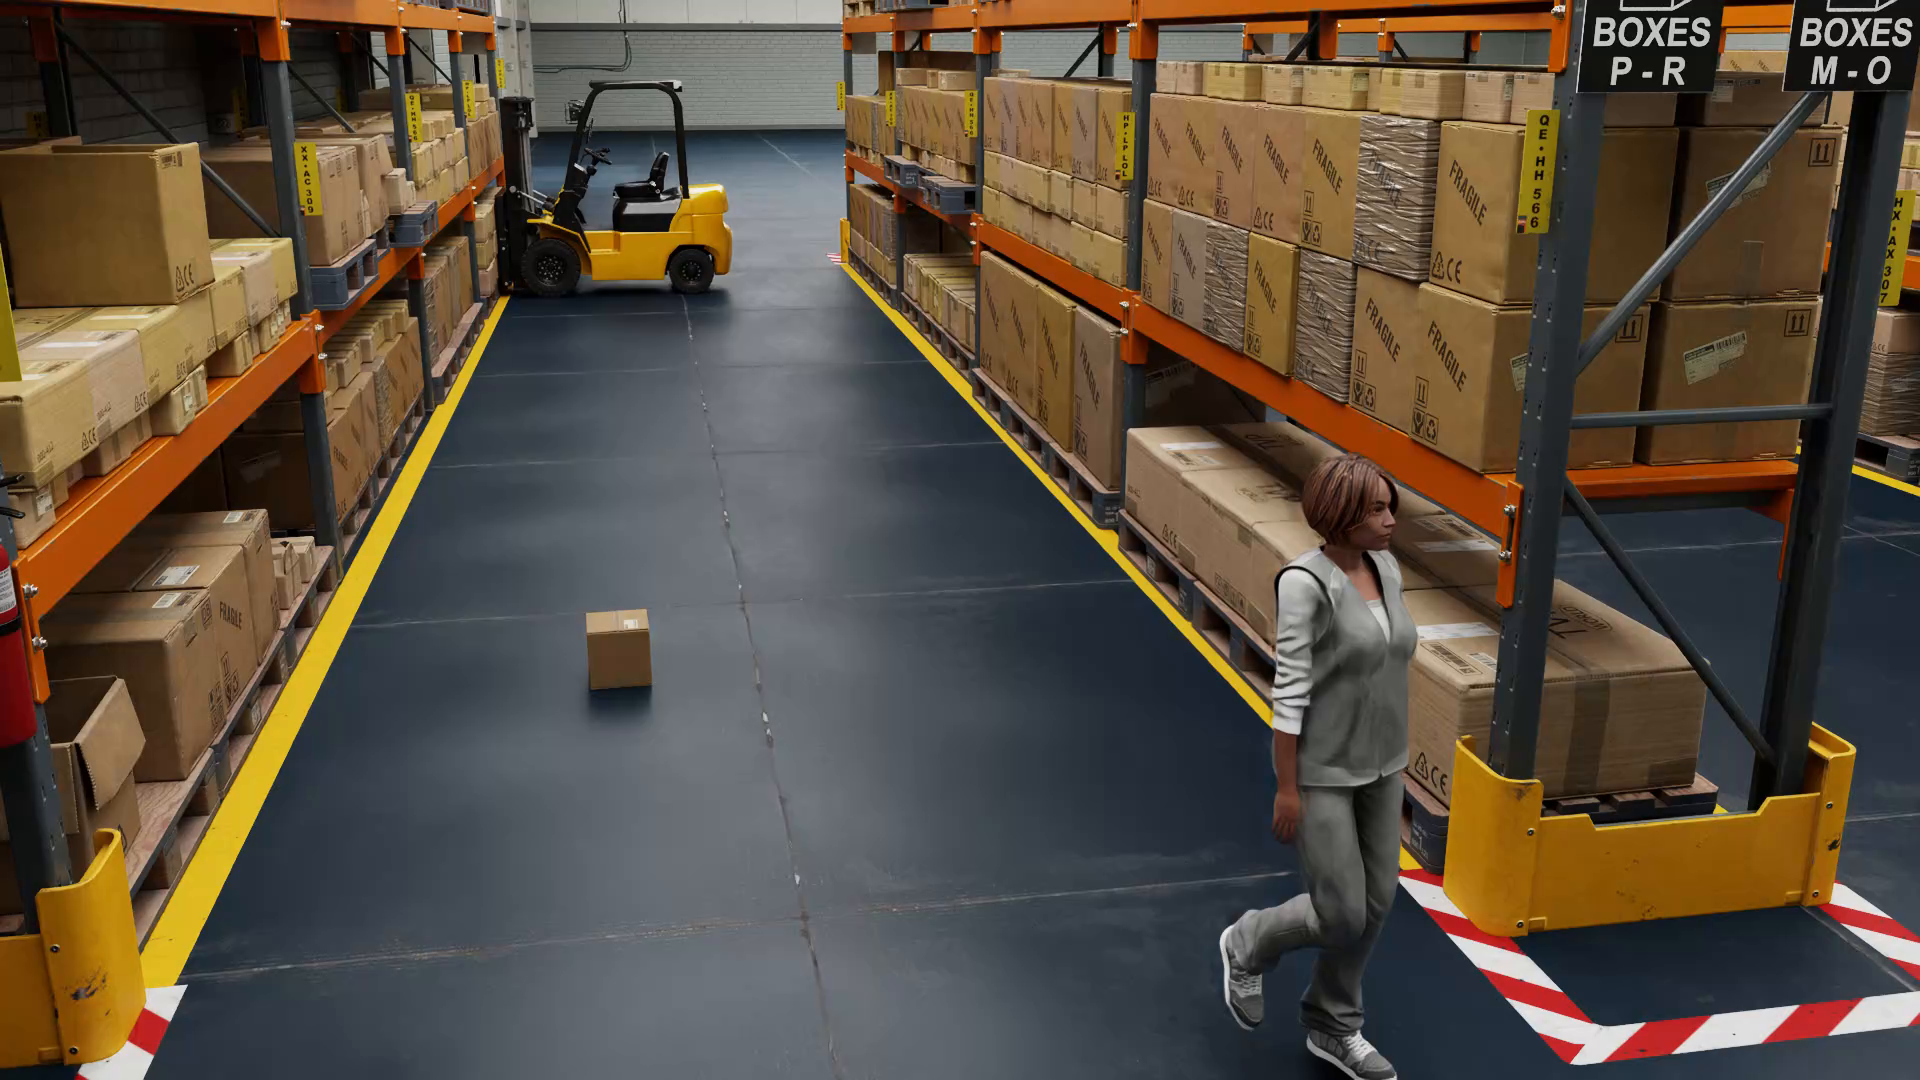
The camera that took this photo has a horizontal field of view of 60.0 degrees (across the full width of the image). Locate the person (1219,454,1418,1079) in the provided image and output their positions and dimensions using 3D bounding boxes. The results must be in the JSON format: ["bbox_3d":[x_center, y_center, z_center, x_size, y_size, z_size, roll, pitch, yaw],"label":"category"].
[{"bbox_3d":[0.918,0.565,4.094,0.449,1.587,0.500,-12,20,-35],"label":"person"}]
